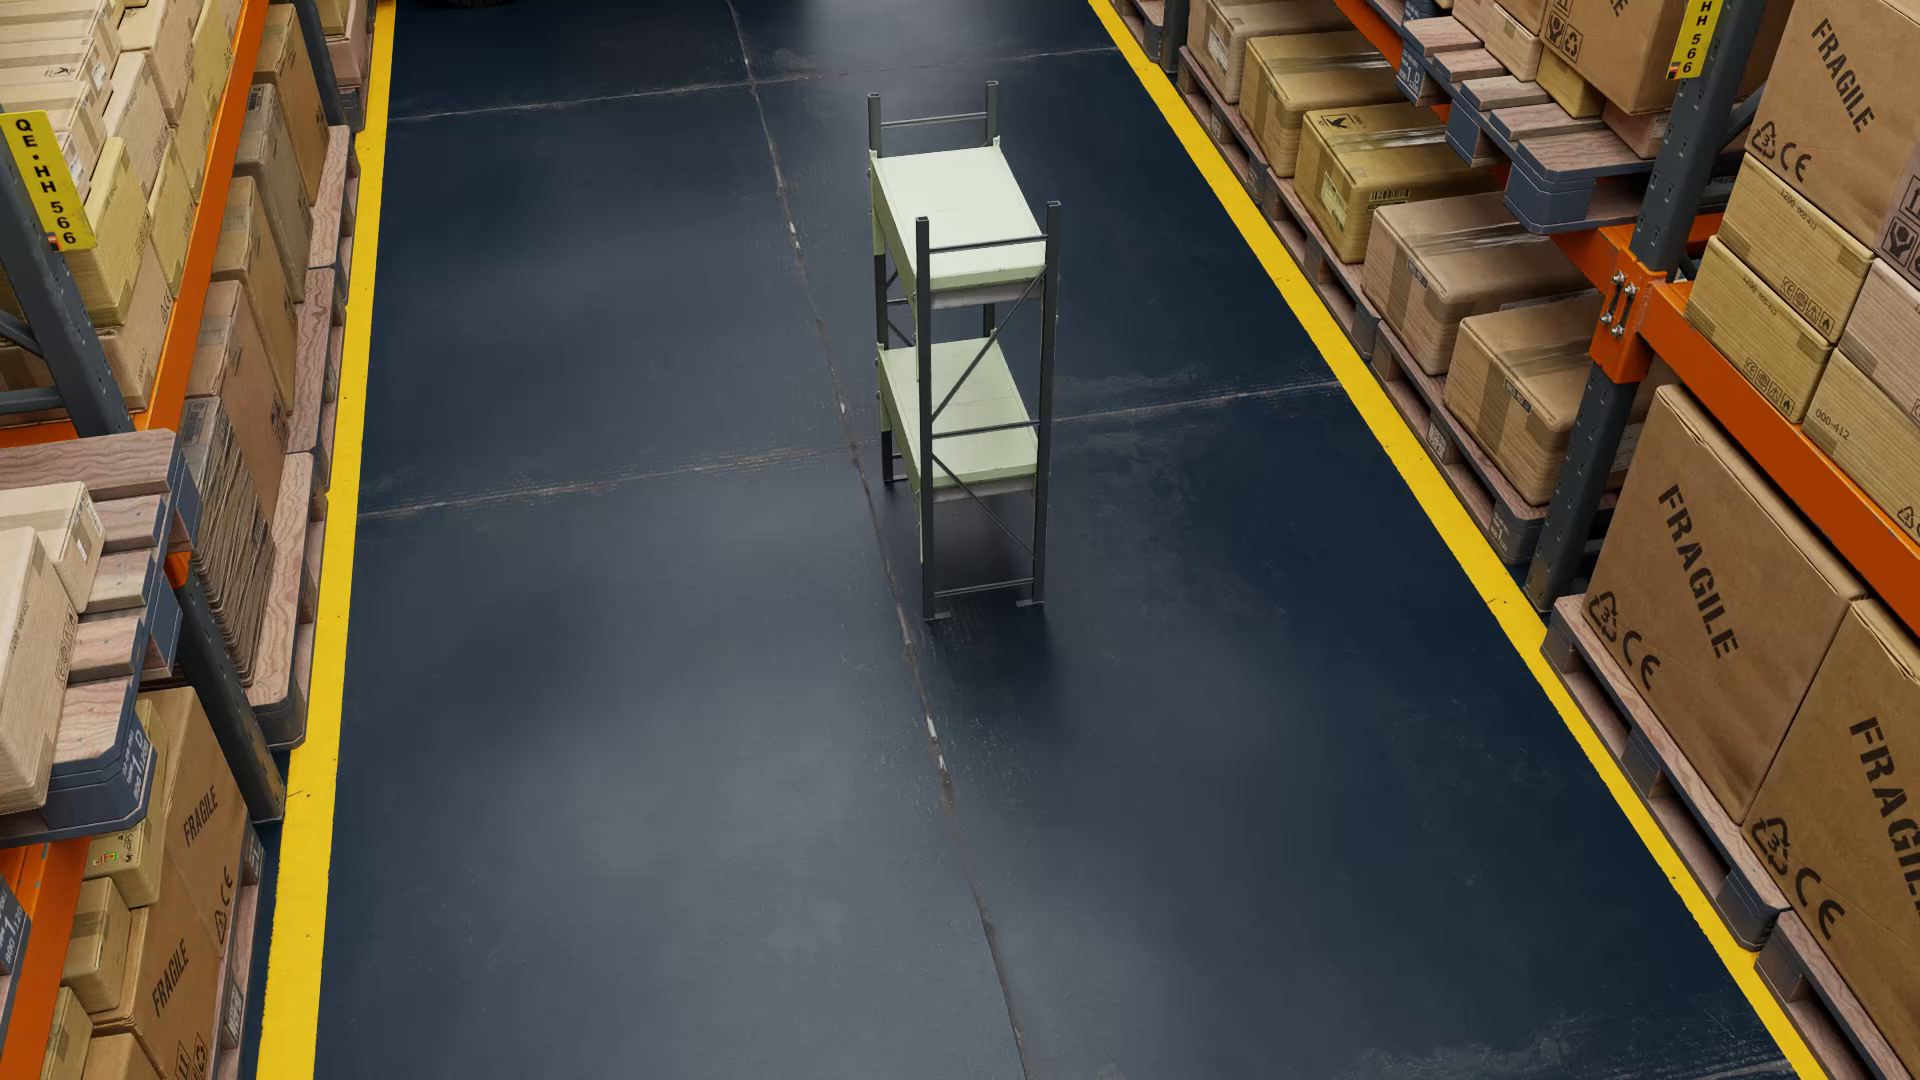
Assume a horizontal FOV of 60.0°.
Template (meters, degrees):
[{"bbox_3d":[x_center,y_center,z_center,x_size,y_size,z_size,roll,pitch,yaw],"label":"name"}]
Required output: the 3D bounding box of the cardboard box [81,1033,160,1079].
[{"bbox_3d":[-1.951,1.415,3.463,0.500,0.500,0.500,-7,42,-7],"label":"cardboard box"}]

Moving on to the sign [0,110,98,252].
[{"bbox_3d":[-1.938,-0.758,3.532,0.100,0.325,0.005,-8,42,-9],"label":"sign"}]

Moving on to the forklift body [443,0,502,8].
[{"bbox_3d":[-2.002,-4.171,8.829,2.313,2.155,1.214,-8,42,-9],"label":"forklift body"}]

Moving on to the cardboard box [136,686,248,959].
[{"bbox_3d":[-2.165,0.750,4.212,0.500,0.500,0.500,-7,42,-8],"label":"cardboard box"}]

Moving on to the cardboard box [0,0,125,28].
[{"bbox_3d":[-2.539,-1.462,4.573,0.380,0.149,0.250,-8,42,-9],"label":"cardboard box"}]

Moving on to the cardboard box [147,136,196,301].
[{"bbox_3d":[-2.427,-0.864,4.577,0.500,0.250,0.500,-9,42,-10],"label":"cardboard box"}]

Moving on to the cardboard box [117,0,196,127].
[{"bbox_3d":[-2.525,-1.391,4.794,0.500,0.250,0.500,-9,42,-10],"label":"cardboard box"}]

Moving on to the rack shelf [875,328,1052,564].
[{"bbox_3d":[-0.001,-0.321,5.473,0.431,0.370,0.720,-8,42,-9],"label":"rack shelf"}]

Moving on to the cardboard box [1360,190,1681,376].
[{"bbox_3d":[2.101,-1.004,6.284,0.950,0.372,0.625,-9,42,-10],"label":"cardboard box"}]

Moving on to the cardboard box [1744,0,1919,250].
[{"bbox_3d":[2.248,-1.041,3.835,0.500,0.500,0.500,-10,43,-11],"label":"cardboard box"}]

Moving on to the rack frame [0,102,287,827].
[{"bbox_3d":[-2.466,-0.271,3.796,1.000,3.000,0.127,-8,42,-9],"label":"rack frame"}]

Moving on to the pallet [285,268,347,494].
[{"bbox_3d":[-2.865,-0.557,6.218,1.003,0.211,1.213,-8,42,-9],"label":"pallet"}]

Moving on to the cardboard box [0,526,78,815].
[{"bbox_3d":[-1.922,0.266,2.988,0.500,0.250,0.500,-10,43,-11],"label":"cardboard box"}]

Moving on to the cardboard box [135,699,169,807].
[{"bbox_3d":[-2.112,0.548,3.951,0.380,0.149,0.250,-10,43,-11],"label":"cardboard box"}]

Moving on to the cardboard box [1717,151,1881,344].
[{"bbox_3d":[2.248,-0.752,4.074,0.500,0.250,0.500,-9,42,-10],"label":"cardboard box"}]

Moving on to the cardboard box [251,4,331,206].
[{"bbox_3d":[-3.206,-1.796,6.986,0.875,0.625,0.625,-7,42,-7],"label":"cardboard box"}]

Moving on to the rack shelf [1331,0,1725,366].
[{"bbox_3d":[1.948,-2.012,6.299,1.077,0.370,4.000,-8,42,-9],"label":"rack shelf"}]

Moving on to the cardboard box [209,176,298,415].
[{"bbox_3d":[-2.881,-0.805,5.870,0.875,0.625,0.625,-10,43,-11],"label":"cardboard box"}]

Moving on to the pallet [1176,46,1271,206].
[{"bbox_3d":[1.686,-2.030,7.878,1.003,0.211,1.213,-8,42,-9],"label":"pallet"}]

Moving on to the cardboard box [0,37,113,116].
[{"bbox_3d":[-2.386,-1.135,4.206,0.380,0.149,0.250,-7,42,-8],"label":"cardboard box"}]

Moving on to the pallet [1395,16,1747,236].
[{"bbox_3d":[2.122,-1.360,5.167,1.213,0.211,1.003,-8,42,-9],"label":"pallet"}]

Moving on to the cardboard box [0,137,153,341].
[{"bbox_3d":[-2.299,-0.728,4.047,0.500,0.250,0.500,-8,42,-9],"label":"cardboard box"}]

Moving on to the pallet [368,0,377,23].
[{"bbox_3d":[-3.727,-3.135,9.122,1.003,0.211,1.213,-8,42,-9],"label":"pallet"}]

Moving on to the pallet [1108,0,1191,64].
[{"bbox_3d":[1.337,-2.965,8.931,1.003,0.211,1.213,-8,42,-9],"label":"pallet"}]

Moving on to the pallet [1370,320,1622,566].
[{"bbox_3d":[2.213,-0.448,6.096,1.003,0.211,1.213,-8,42,-9],"label":"pallet"}]

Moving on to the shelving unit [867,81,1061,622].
[{"bbox_3d":[-0.001,-0.565,5.257,0.431,1.500,0.755,-8,42,-9],"label":"shelving unit"}]

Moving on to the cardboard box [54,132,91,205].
[{"bbox_3d":[-2.247,-0.800,3.827,0.380,0.149,0.250,-7,42,-8],"label":"cardboard box"}]

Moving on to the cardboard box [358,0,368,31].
[{"bbox_3d":[-3.235,-2.680,8.265,0.500,0.250,0.500,-9,42,-10],"label":"cardboard box"}]

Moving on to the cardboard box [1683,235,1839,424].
[{"bbox_3d":[2.240,-0.575,4.251,0.500,0.250,0.500,-9,42,-10],"label":"cardboard box"}]

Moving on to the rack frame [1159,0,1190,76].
[{"bbox_3d":[1.517,-3.577,7.521,1.000,3.000,0.127,-8,42,-9],"label":"rack frame"}]

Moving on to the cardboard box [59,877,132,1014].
[{"bbox_3d":[-2.009,0.898,3.557,0.380,0.149,0.250,-10,43,-11],"label":"cardboard box"}]

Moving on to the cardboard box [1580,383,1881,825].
[{"bbox_3d":[2.448,0.113,4.648,0.875,0.875,0.875,-9,42,-10],"label":"cardboard box"}]

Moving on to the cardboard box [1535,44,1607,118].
[{"bbox_3d":[1.951,-1.390,4.929,0.380,0.149,0.250,-8,42,-9],"label":"cardboard box"}]

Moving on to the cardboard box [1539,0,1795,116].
[{"bbox_3d":[2.010,-1.545,4.615,0.500,0.500,0.500,-9,42,-11],"label":"cardboard box"}]

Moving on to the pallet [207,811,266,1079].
[{"bbox_3d":[-2.342,1.261,4.170,1.003,0.211,1.213,-8,42,-9],"label":"pallet"}]

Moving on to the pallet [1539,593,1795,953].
[{"bbox_3d":[2.477,0.580,4.937,1.003,0.211,1.213,-8,42,-9],"label":"pallet"}]

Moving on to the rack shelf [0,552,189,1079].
[{"bbox_3d":[-2.034,1.295,2.574,1.077,0.370,4.000,-8,42,-9],"label":"rack shelf"}]

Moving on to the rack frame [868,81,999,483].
[{"bbox_3d":[-0.080,-0.802,5.524,0.400,1.500,0.023,-8,42,-9],"label":"rack frame"}]

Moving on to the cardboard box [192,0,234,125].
[{"bbox_3d":[-2.655,-1.534,5.331,0.500,0.250,0.500,-7,42,-8],"label":"cardboard box"}]

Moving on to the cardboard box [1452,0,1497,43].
[{"bbox_3d":[1.806,-1.711,5.291,0.380,0.149,0.250,-10,43,-11],"label":"cardboard box"}]

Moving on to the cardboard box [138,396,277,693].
[{"bbox_3d":[-2.587,0.054,4.902,0.875,0.625,0.625,-7,42,-8],"label":"cardboard box"}]

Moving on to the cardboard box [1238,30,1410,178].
[{"bbox_3d":[1.791,-1.947,7.346,0.950,0.372,0.625,-6,42,-7],"label":"cardboard box"}]
